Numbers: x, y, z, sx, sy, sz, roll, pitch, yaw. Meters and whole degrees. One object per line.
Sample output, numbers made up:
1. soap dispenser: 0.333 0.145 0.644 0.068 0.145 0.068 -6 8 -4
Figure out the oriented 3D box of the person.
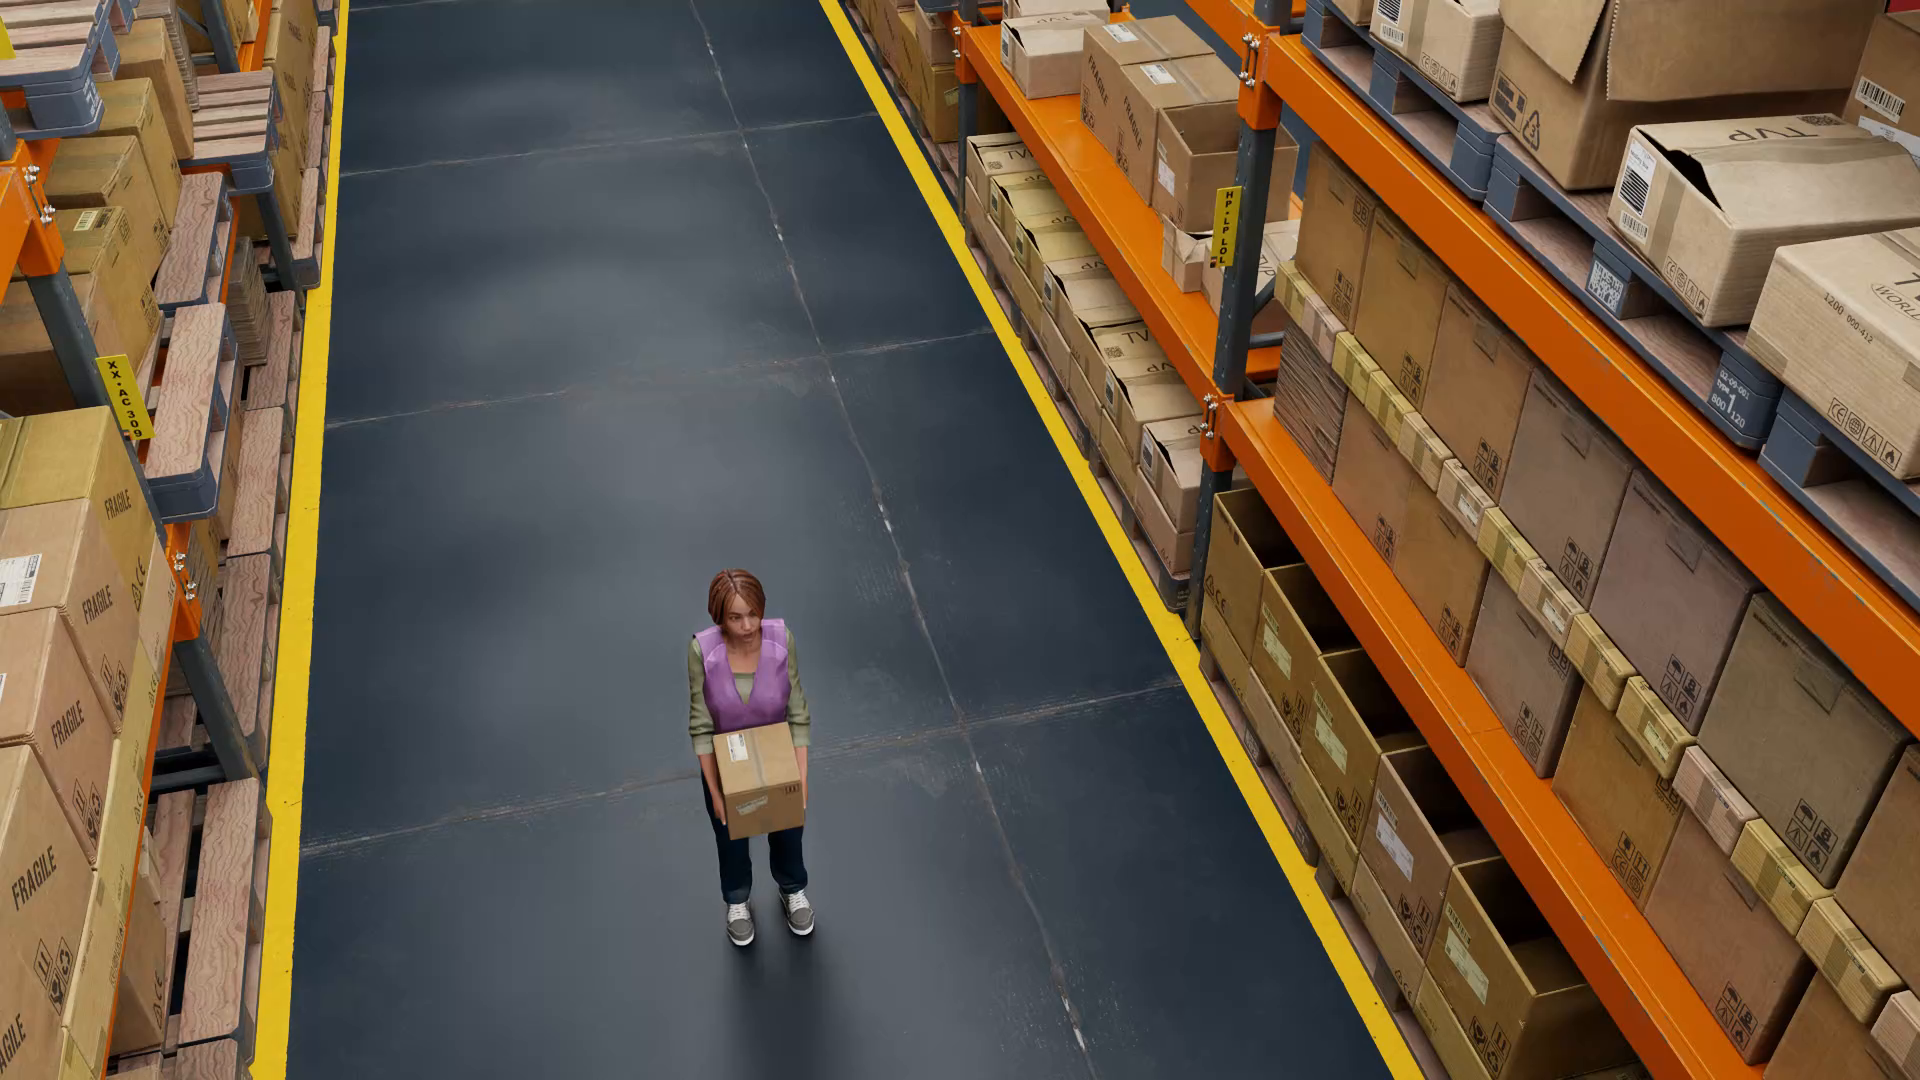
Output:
1. person: -0.699 0.816 5.707 0.407 1.588 0.494 -9 40 -12
